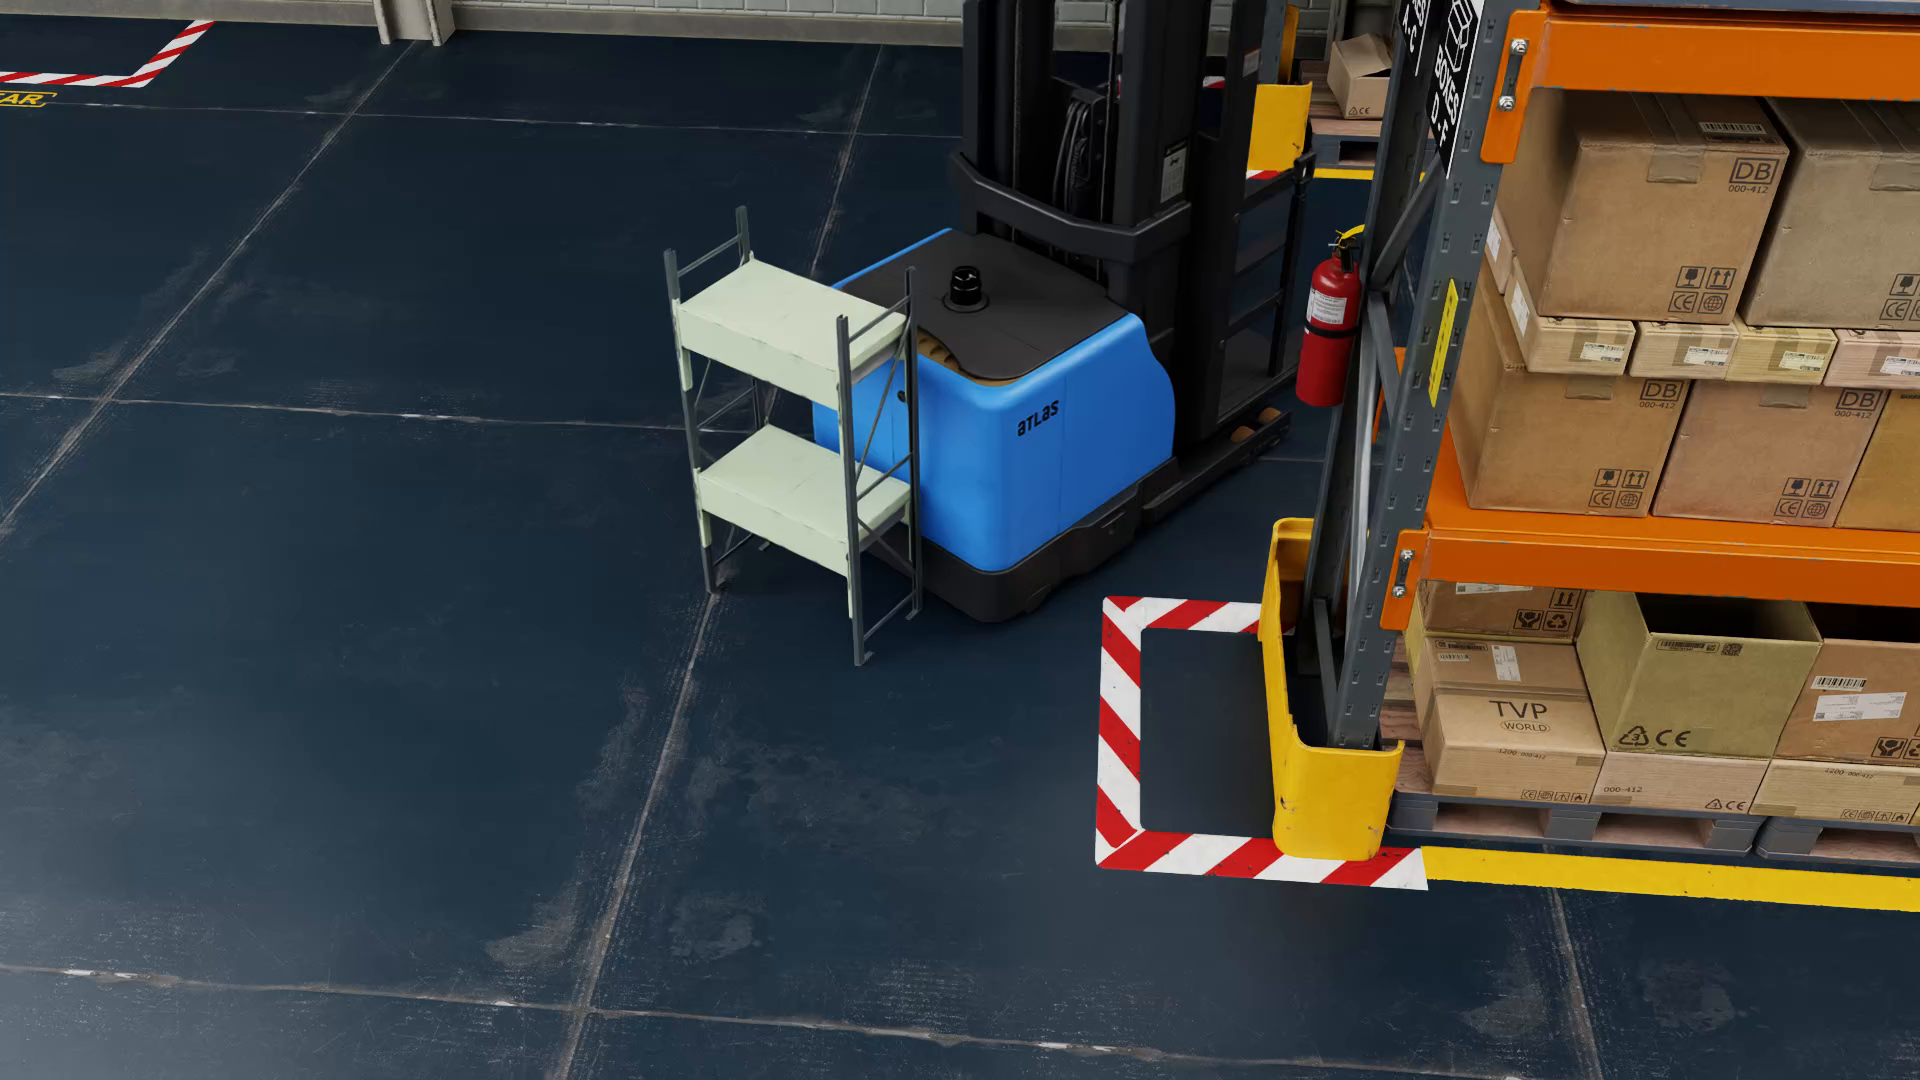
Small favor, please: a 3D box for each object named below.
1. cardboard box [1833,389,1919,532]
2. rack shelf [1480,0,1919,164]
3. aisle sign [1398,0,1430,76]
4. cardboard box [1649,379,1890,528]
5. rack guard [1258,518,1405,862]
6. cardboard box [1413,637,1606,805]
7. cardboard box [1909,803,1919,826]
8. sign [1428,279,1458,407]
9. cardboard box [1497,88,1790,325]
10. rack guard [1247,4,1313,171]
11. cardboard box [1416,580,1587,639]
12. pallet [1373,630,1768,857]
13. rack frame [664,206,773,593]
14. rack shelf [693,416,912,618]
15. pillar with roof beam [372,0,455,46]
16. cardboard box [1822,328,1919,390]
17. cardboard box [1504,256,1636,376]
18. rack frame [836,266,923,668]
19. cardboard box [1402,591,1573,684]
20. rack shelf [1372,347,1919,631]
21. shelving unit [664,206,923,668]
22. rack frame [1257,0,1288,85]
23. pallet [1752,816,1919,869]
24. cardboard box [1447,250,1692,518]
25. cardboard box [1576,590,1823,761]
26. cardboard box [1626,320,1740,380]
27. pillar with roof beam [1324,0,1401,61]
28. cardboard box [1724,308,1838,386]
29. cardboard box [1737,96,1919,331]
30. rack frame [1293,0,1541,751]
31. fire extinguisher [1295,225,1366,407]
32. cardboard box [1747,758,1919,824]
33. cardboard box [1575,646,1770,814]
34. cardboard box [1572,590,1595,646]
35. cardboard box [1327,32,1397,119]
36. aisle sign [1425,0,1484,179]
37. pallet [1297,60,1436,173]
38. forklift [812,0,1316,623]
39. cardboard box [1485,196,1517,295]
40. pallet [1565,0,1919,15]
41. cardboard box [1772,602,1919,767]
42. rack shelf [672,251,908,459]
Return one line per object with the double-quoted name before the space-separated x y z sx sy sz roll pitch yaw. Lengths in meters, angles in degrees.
"cardboard box" 2.765 -0.430 4.823 0.500 0.500 0.700 3 39 4
"rack shelf" 3.276 -1.257 4.112 4.000 0.370 1.077 3 39 4
"aisle sign" 1.244 -1.678 4.376 0.004 0.787 0.394 3 39 4
"cardboard box" 2.271 -0.461 4.861 0.500 0.500 0.700 4 39 5
"rack guard" 1.260 0.487 5.756 0.348 0.500 1.175 3 39 4
"cardboard box" 1.799 0.591 5.493 0.500 0.250 0.500 3 39 4
"cardboard box" 3.293 0.674 5.391 0.500 0.250 0.500 3 39 4
"sign" 1.230 -0.499 4.239 0.005 0.325 0.100 3 39 4
"cardboard box" 1.800 -0.987 4.480 0.500 0.500 0.700 3 39 4
"rack guard" 1.783 -2.624 9.577 0.348 0.500 1.175 3 39 4
"cardboard box" 1.844 -0.027 5.658 0.500 0.500 0.500 3 39 4
"pallet" 2.049 0.615 5.827 1.213 0.211 1.003 3 39 4
"rack frame" -0.868 -0.480 6.152 0.023 1.500 0.400 24 45 26
"rack shelf" -0.568 -0.095 6.195 0.720 0.370 0.431 24 45 26
"pillar with roof beam" -3.870 -4.049 4.596 0.400 9.000 9.100 3 39 4
"cardboard box" 2.419 -0.573 4.484 0.250 0.149 0.380 3 39 3
"cardboard box" 1.656 -0.615 4.536 0.250 0.149 0.380 3 39 4
"rack frame" -0.268 -0.215 5.826 0.023 1.500 0.400 24 45 26
"cardboard box" 1.843 0.265 5.893 0.500 0.250 0.500 3 39 4
"rack shelf" 3.276 -0.093 5.059 4.000 0.370 1.077 3 39 4
"shelving unit" -0.568 -0.348 5.989 0.755 1.500 0.431 24 45 26
"rack frame" 1.707 -3.597 8.793 0.127 3.000 1.000 3 39 4
"pallet" 3.261 0.683 5.743 1.213 0.211 1.003 3 39 4
"cardboard box" 1.748 -0.487 4.893 0.500 0.500 0.700 3 39 4
"cardboard box" 2.297 0.326 5.224 0.500 0.500 0.500 3 39 4
"cardboard box" 1.919 -0.602 4.521 0.250 0.149 0.380 2 39 3
"pillar with roof beam" 2.108 -3.722 4.194 0.400 9.000 9.100 3 39 4
"cardboard box" 2.168 -0.588 4.503 0.250 0.149 0.380 3 39 4
"cardboard box" 2.325 -0.962 4.449 0.500 0.500 0.700 2 39 3
"rack frame" 1.284 -0.481 4.965 0.127 3.000 1.000 3 39 4
"fire extinguisher" 1.206 -0.750 5.357 0.183 0.674 0.296 3 39 4
"cardboard box" 2.795 0.644 5.429 0.500 0.250 0.500 3 39 4
"cardboard box" 2.297 0.616 5.462 0.500 0.250 0.500 3 39 4
"cardboard box" 2.343 0.285 5.869 0.500 0.250 0.500 3 39 4
"cardboard box" 2.389 -2.631 9.387 0.500 0.311 0.500 -1 39 -1
"aisle sign" 1.192 -1.301 3.912 0.004 0.787 0.394 3 39 4
"pallet" 2.589 -2.445 9.587 1.213 0.211 1.003 3 39 4
"forklift" 0.794 -1.660 6.467 1.130 2.935 3.031 31 48 32
"cardboard box" 1.681 -0.871 4.851 0.250 0.149 0.380 3 39 3
"pallet" 1.986 -1.556 3.979 1.213 0.211 1.003 3 39 4
"cardboard box" 2.796 0.346 5.201 0.500 0.500 0.500 3 39 4
"rack shelf" -0.568 -0.650 5.743 0.720 0.370 0.431 24 45 26
